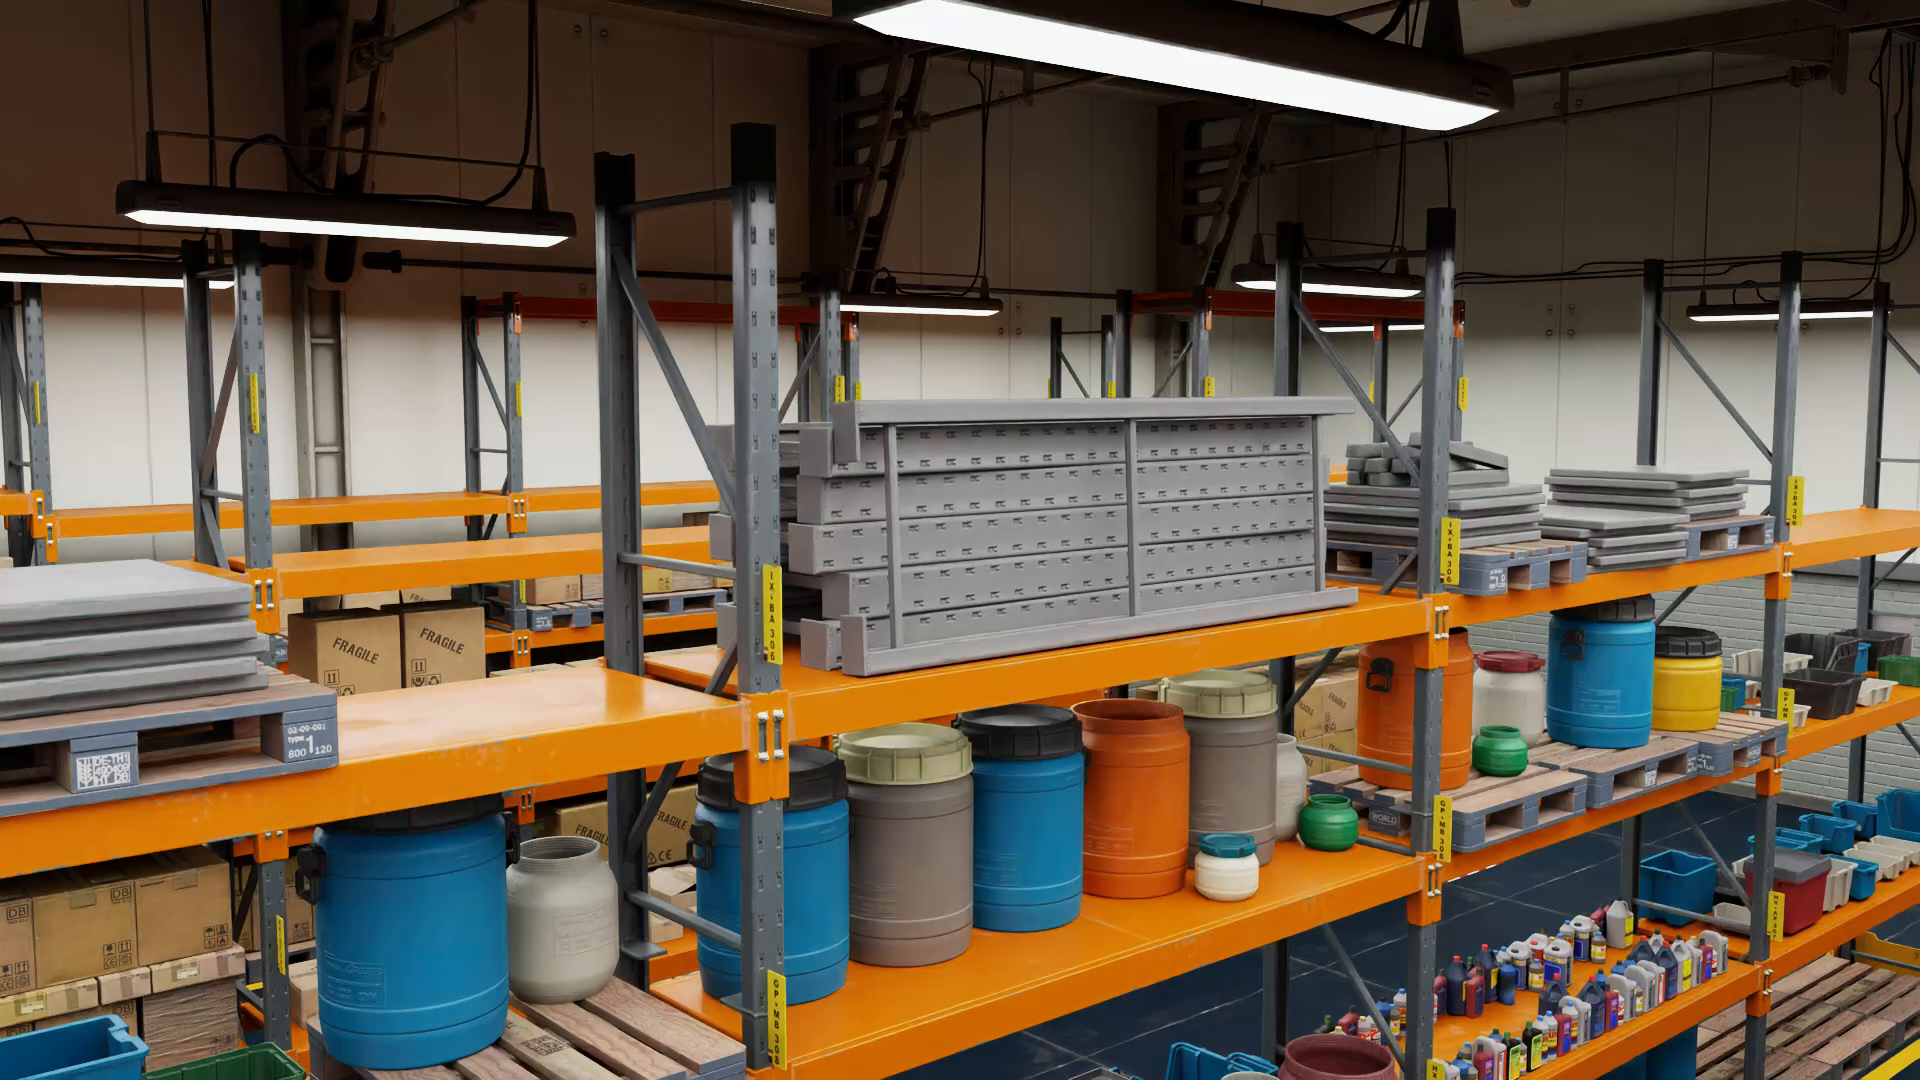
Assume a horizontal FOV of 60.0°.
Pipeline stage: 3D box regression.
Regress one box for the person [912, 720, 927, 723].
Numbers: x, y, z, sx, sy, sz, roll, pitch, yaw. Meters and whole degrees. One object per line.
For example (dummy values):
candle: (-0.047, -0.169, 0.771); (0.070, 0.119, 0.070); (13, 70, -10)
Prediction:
person: (-0.431, 2.693, 17.453); (0.481, 1.628, 0.491); (-2, 6, -18)
